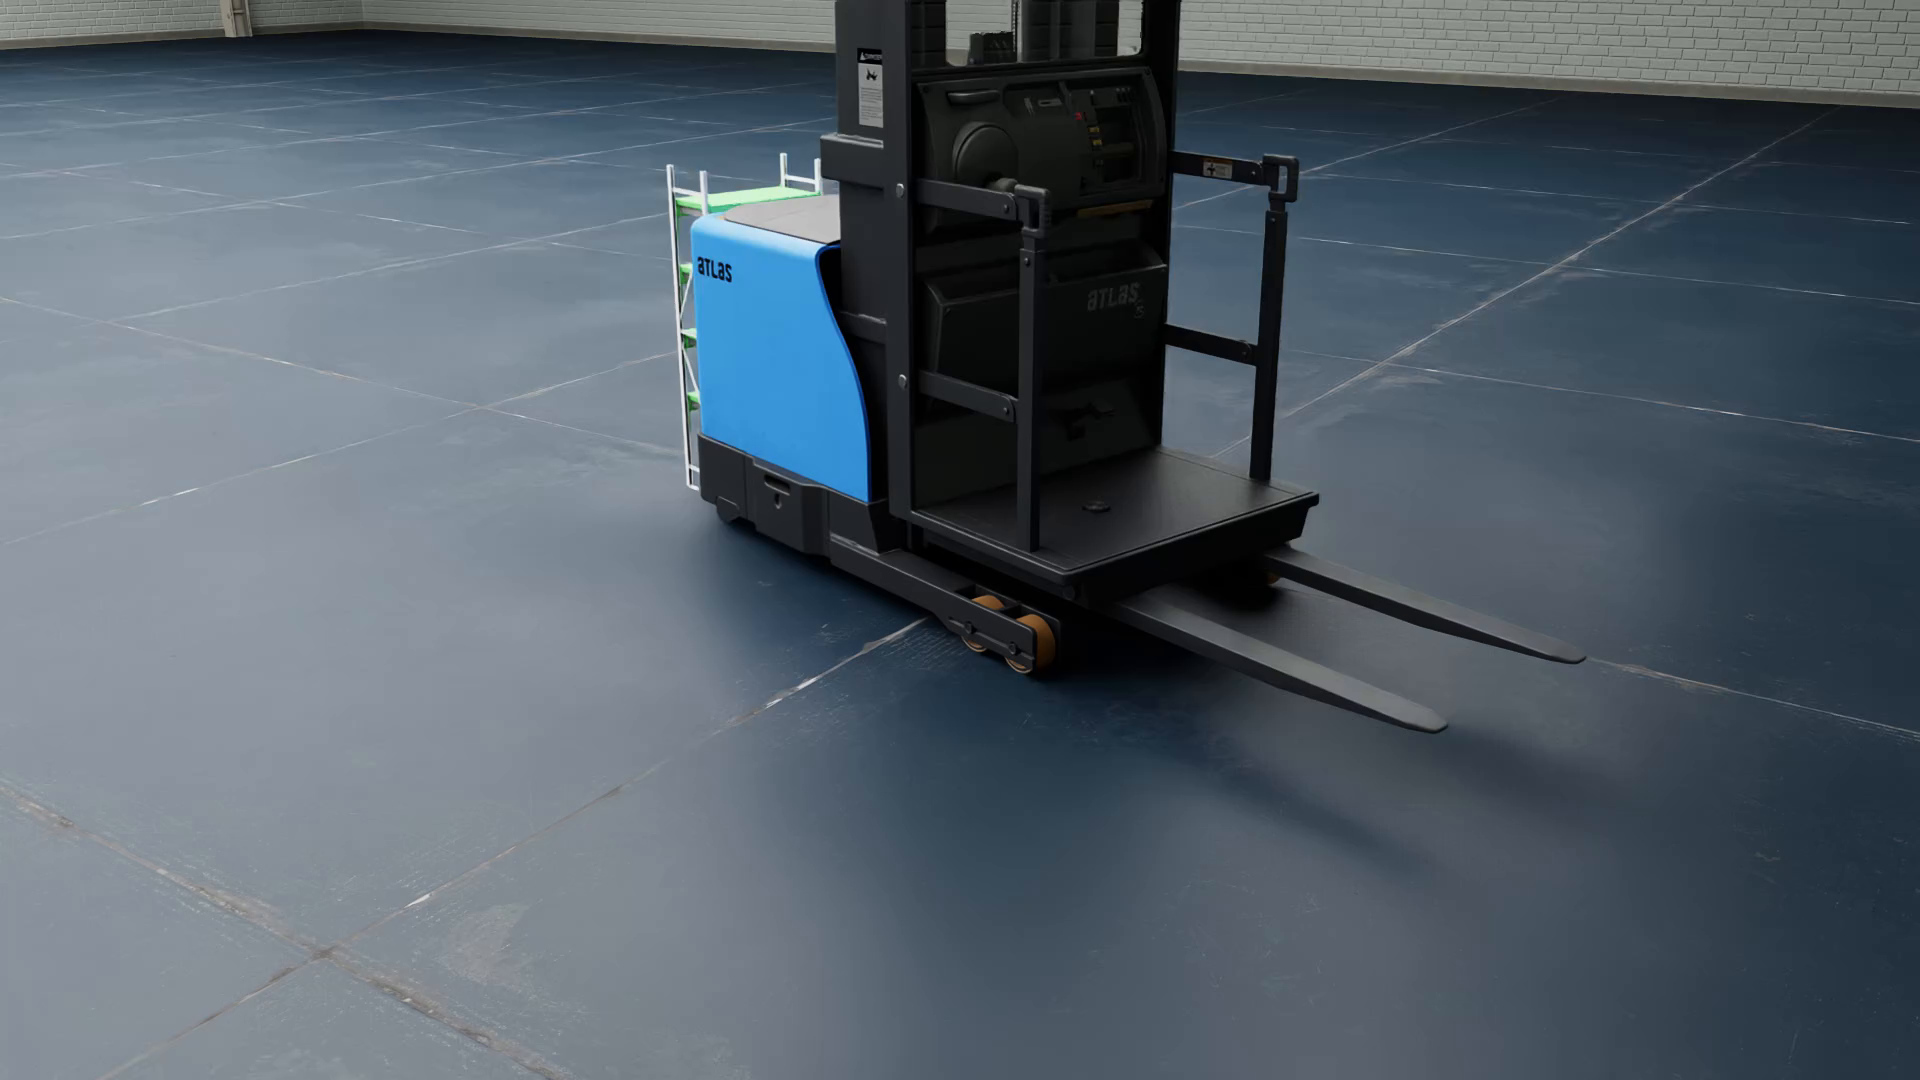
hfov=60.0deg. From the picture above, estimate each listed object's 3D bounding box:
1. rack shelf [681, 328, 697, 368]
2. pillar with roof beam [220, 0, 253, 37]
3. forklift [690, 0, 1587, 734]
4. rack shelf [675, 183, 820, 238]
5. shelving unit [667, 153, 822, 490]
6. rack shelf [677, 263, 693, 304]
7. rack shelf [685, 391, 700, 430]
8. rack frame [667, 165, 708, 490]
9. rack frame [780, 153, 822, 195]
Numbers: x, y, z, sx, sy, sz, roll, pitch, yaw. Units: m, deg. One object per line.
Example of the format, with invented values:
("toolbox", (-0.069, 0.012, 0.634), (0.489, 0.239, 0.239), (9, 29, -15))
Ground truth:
("rack shelf", (-0.770, -0.733, 6.198), (0.480, 0.148, 0.258), (-17, 26, -38))
("pillar with roof beam", (-10.234, -13.013, 27.974), (9.100, 9.000, 0.400), (13, 24, 32))
("forklift", (0.397, -1.191, 4.760), (1.130, 2.935, 3.031), (-16, 26, -37))
("rack shelf", (-0.772, -1.184, 6.034), (0.480, 0.148, 0.258), (-17, 26, -38))
("shelving unit", (-0.770, -0.793, 6.176), (0.503, 1.200, 0.258), (-17, 26, -38))
("rack shelf", (-0.771, -0.958, 6.116), (0.480, 0.148, 0.258), (-17, 26, -38))
("rack shelf", (-0.769, -0.507, 6.281), (0.480, 0.148, 0.258), (-17, 26, -38))
("rack frame", (-0.956, -0.738, 6.028), (0.015, 1.200, 0.240), (-17, 26, -38))
("rack frame", (-0.585, -0.848, 6.325), (0.015, 1.200, 0.240), (-17, 26, -38))
